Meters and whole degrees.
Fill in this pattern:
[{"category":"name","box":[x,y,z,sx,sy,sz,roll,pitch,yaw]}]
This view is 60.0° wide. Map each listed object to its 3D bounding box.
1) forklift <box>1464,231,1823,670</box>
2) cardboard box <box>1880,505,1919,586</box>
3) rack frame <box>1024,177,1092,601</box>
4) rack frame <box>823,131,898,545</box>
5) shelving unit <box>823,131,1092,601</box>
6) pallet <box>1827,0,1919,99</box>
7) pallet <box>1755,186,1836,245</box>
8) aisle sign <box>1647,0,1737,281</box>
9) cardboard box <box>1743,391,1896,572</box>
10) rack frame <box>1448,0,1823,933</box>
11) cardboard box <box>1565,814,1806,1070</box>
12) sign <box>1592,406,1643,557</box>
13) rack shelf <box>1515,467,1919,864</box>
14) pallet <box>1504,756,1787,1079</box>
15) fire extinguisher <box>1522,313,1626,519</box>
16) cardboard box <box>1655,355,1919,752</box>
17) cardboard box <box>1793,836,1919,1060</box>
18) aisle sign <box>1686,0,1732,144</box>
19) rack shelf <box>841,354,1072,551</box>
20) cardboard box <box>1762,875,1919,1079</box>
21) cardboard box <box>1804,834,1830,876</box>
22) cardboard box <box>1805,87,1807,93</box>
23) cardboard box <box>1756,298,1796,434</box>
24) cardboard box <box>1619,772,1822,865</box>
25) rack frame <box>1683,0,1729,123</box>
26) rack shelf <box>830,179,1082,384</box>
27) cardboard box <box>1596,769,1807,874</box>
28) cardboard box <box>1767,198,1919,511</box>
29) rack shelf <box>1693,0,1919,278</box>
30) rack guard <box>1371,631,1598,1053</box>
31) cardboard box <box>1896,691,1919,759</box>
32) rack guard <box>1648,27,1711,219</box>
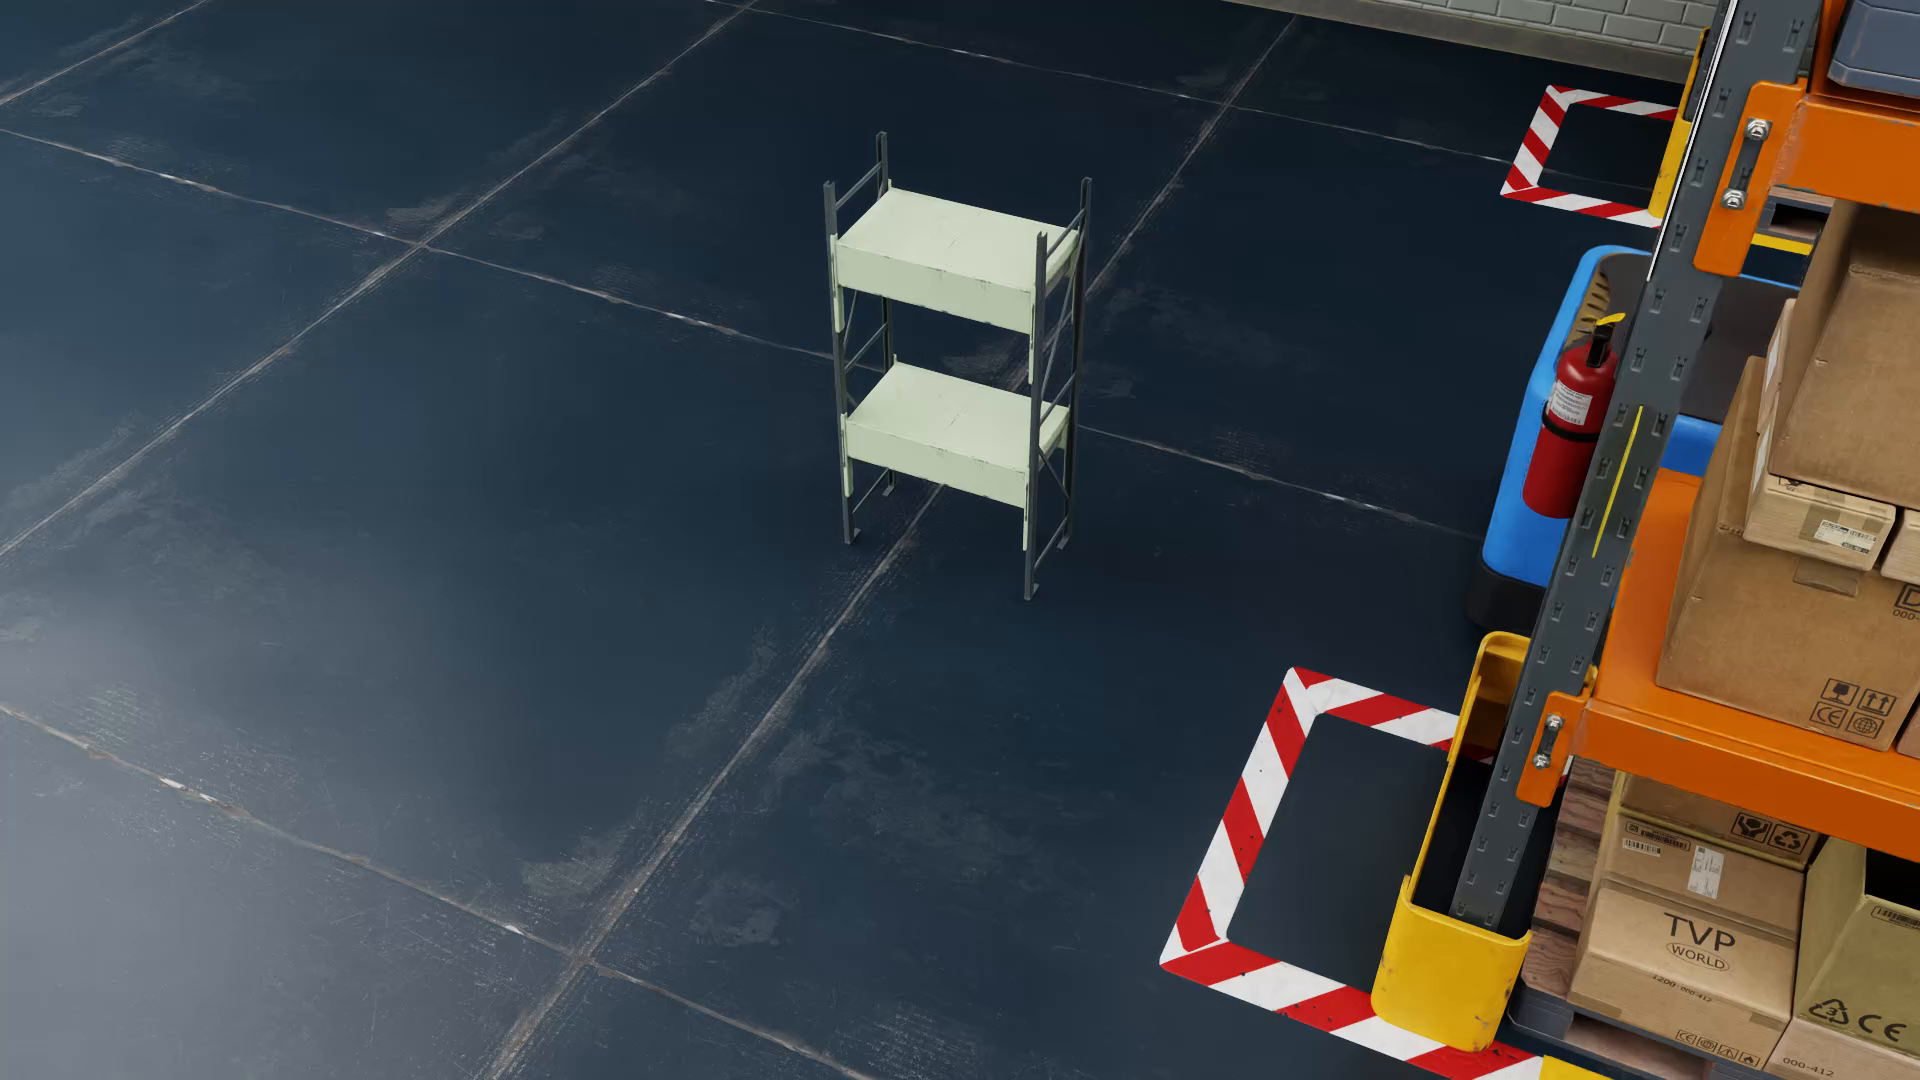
[{"category":"forklift","box":[3.328,-0.632,4.741,3.031,2.935,1.130,18,44,20]},{"category":"cardboard box","box":[2.076,-0.060,3.458,0.250,0.149,0.380,16,43,18]},{"category":"rack frame","box":[0.326,-0.467,5.644,0.023,1.500,0.400,17,44,19]},{"category":"rack frame","box":[-0.338,-0.670,5.878,0.023,1.500,0.400,17,44,19]},{"category":"shelving unit","box":[-0.006,-0.569,5.761,0.755,1.500,0.431,17,44,19]},{"category":"pallet","box":[2.201,-0.974,2.861,1.213,0.211,1.003,17,44,19]},{"category":"pallet","box":[4.453,-1.706,8.057,1.213,0.211,1.003,17,44,19]},{"category":"aisle sign","box":[1.382,-0.904,3.018,0.004,0.787,0.394,17,44,19]},{"category":"cardboard box","box":[1.836,-0.132,3.540,0.250,0.149,0.380,17,44,18]},{"category":"rack frame","box":[1.571,-0.085,4.058,0.127,3.000,1.000,17,44,19]},{"category":"cardboard box","box":[1.963,1.075,4.498,0.500,0.250,0.500,17,44,19]},{"category":"sign","box":[1.331,-0.115,3.371,0.005,0.325,0.100,17,44,19]},{"category":"rack shelf","box":[3.384,0.740,3.655,4.000,0.370,1.077,17,44,19]},{"category":"pallet","box":[2.282,1.155,4.756,1.213,0.211,1.003,17,44,19]},{"category":"fire extinguisher","box":[1.661,-0.365,4.440,0.183,0.674,0.296,17,44,19]},{"category":"cardboard box","box":[1.989,0.014,3.868,0.500,0.500,0.700,17,44,19]},{"category":"cardboard box","box":[2.417,0.929,4.094,0.500,0.500,0.500,17,44,19]},{"category":"aisle sign","box":[1.636,-1.260,3.429,0.004,0.787,0.394,17,44,19]},{"category":"rack shelf","box":[-0.006,-0.322,5.974,0.720,0.370,0.431,17,44,19]},{"category":"cardboard box","box":[2.418,1.212,4.341,0.500,0.250,0.500,17,44,19]},{"category":"cardboard box","box":[2.640,0.899,4.701,0.500,0.250,0.500,17,44,19]},{"category":"cardboard box","box":[4.251,-1.932,7.906,0.500,0.311,0.500,12,42,14]},{"category":"cardboard box","box":[1.998,-0.376,3.822,0.250,0.149,0.380,16,44,18]},{"category":"cardboard box","box":[2.183,0.483,4.608,0.500,0.500,0.500,17,44,19]},{"category":"rack frame","box":[3.662,-3.027,7.452,0.127,3.000,1.000,17,44,19]},{"category":"rack shelf","box":[-0.006,-0.863,5.505,0.720,0.370,0.431,17,44,19]},{"category":"cardboard box","box":[2.182,0.768,4.852,0.500,0.250,0.500,17,44,19]},{"category":"cardboard box","box":[2.037,-0.462,3.426,0.500,0.500,0.700,17,44,19]},{"category":"rack shelf","box":[3.384,-0.393,2.673,4.000,0.370,1.077,17,44,19]},{"category":"rack guard","box":[1.550,0.853,4.885,0.348,0.500,1.175,17,44,19]},{"category":"cardboard box","box":[2.467,0.156,3.703,0.500,0.500,0.700,18,44,20]},{"category":"rack guard","box":[3.731,-2.061,8.246,0.348,0.500,1.175,17,44,19]}]
